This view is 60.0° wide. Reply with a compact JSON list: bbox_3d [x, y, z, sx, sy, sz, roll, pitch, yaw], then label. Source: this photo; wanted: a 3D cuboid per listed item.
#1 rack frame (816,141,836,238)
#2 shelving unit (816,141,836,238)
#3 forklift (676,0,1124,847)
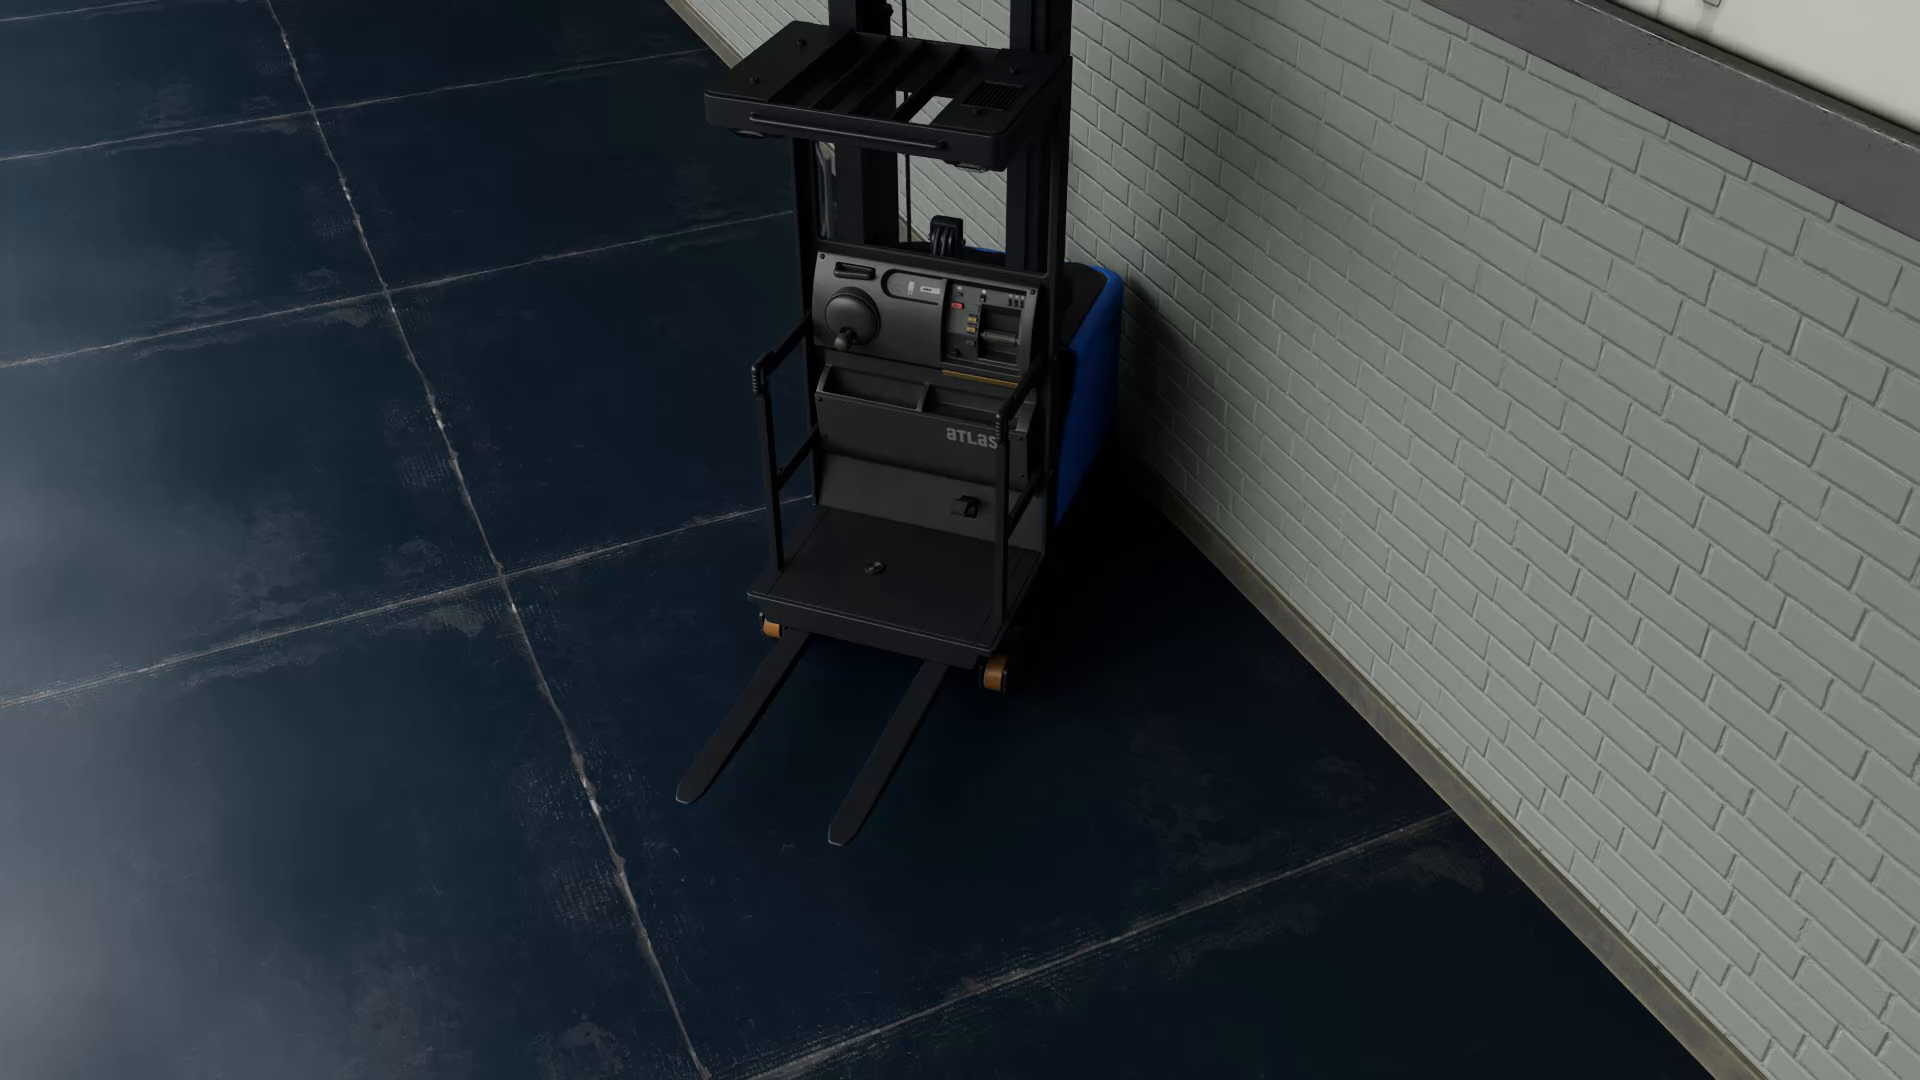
[{"bbox_3d":[-0.646,-1.269,8.201,0.032,1.500,0.500,-7,37,-9],"label":"rack frame"},{"bbox_3d":[-0.148,-1.328,8.281,1.048,1.500,0.538,-7,37,-9],"label":"shelving unit"},{"bbox_3d":[-0.214,-0.825,6.403,1.130,2.935,3.031,12,38,16],"label":"forklift"}]
